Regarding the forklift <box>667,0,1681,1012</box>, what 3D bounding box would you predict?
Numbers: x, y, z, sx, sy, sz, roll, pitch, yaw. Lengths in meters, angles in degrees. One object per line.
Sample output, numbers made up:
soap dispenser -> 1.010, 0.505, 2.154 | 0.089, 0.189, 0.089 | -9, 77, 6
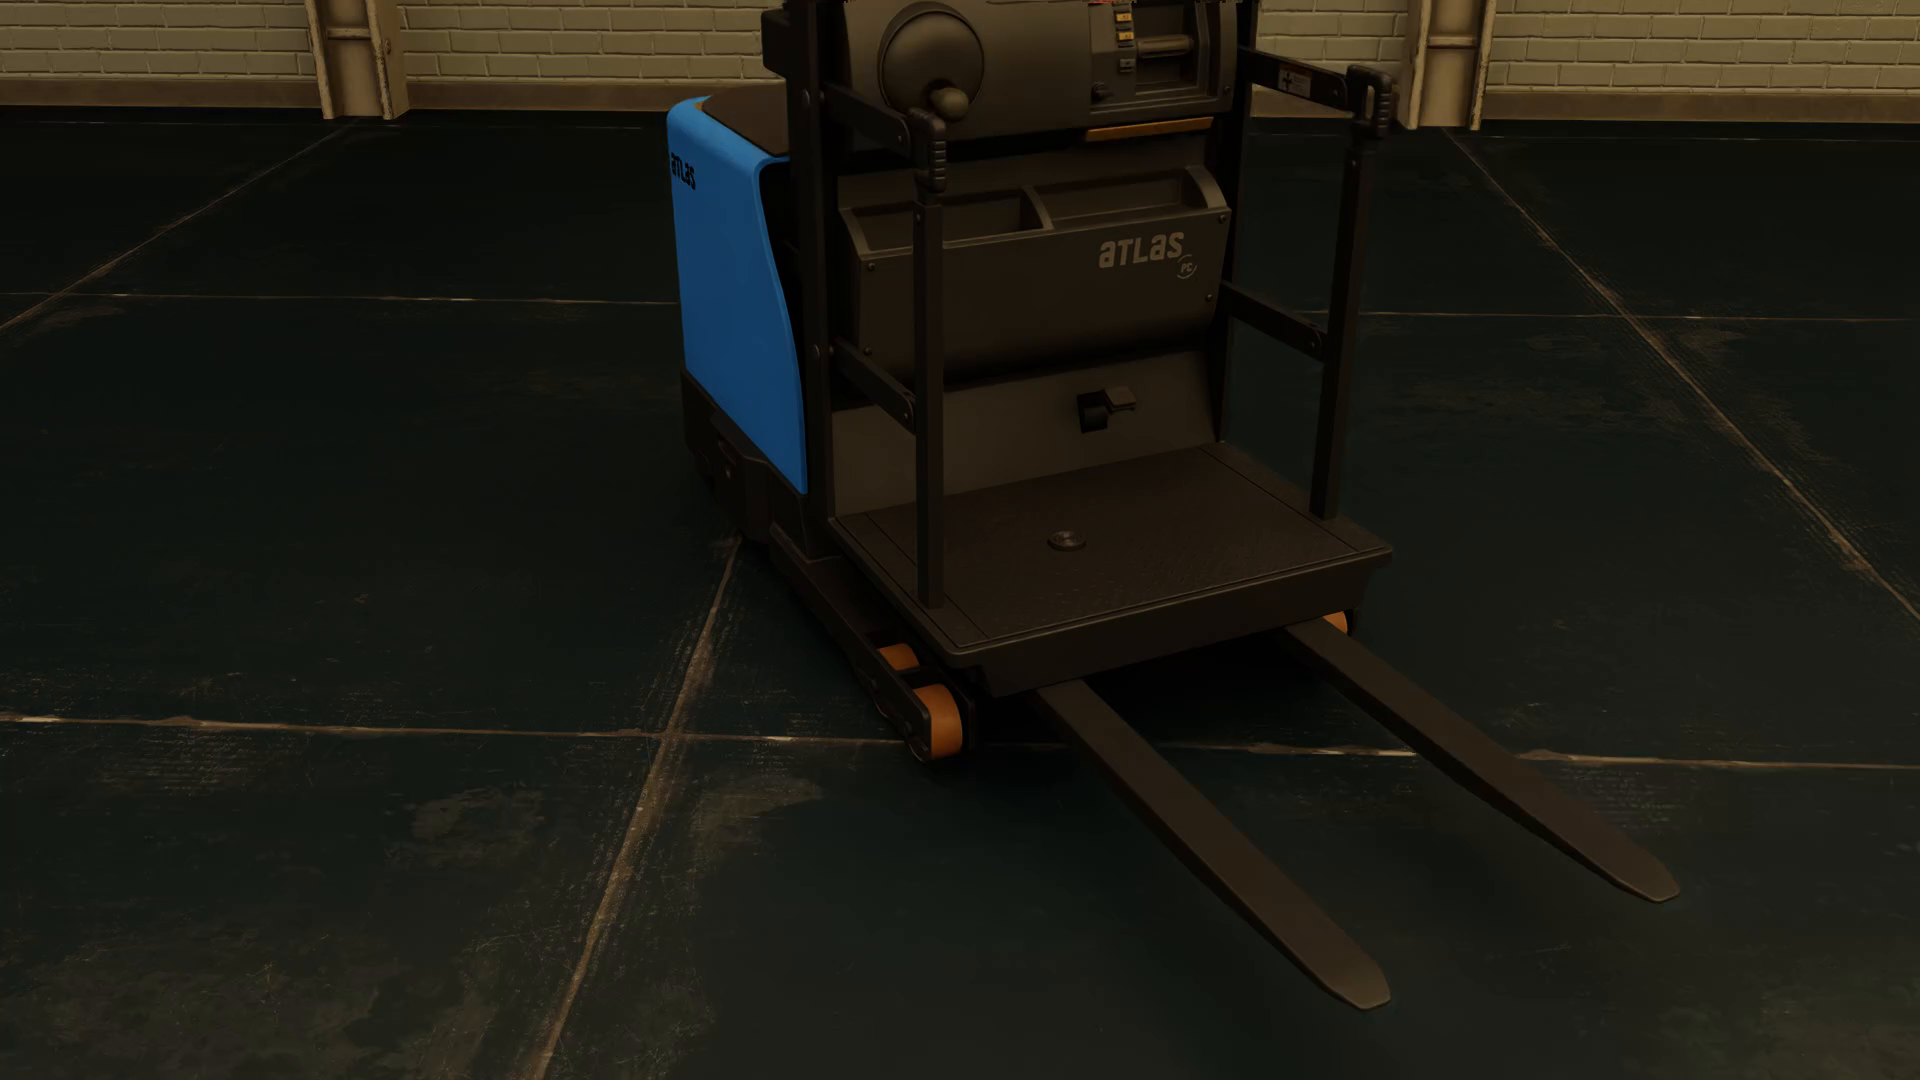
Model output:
forklift -> 0.272, -1.060, 3.358 | 1.130, 2.935, 3.031 | -12, 29, -23
